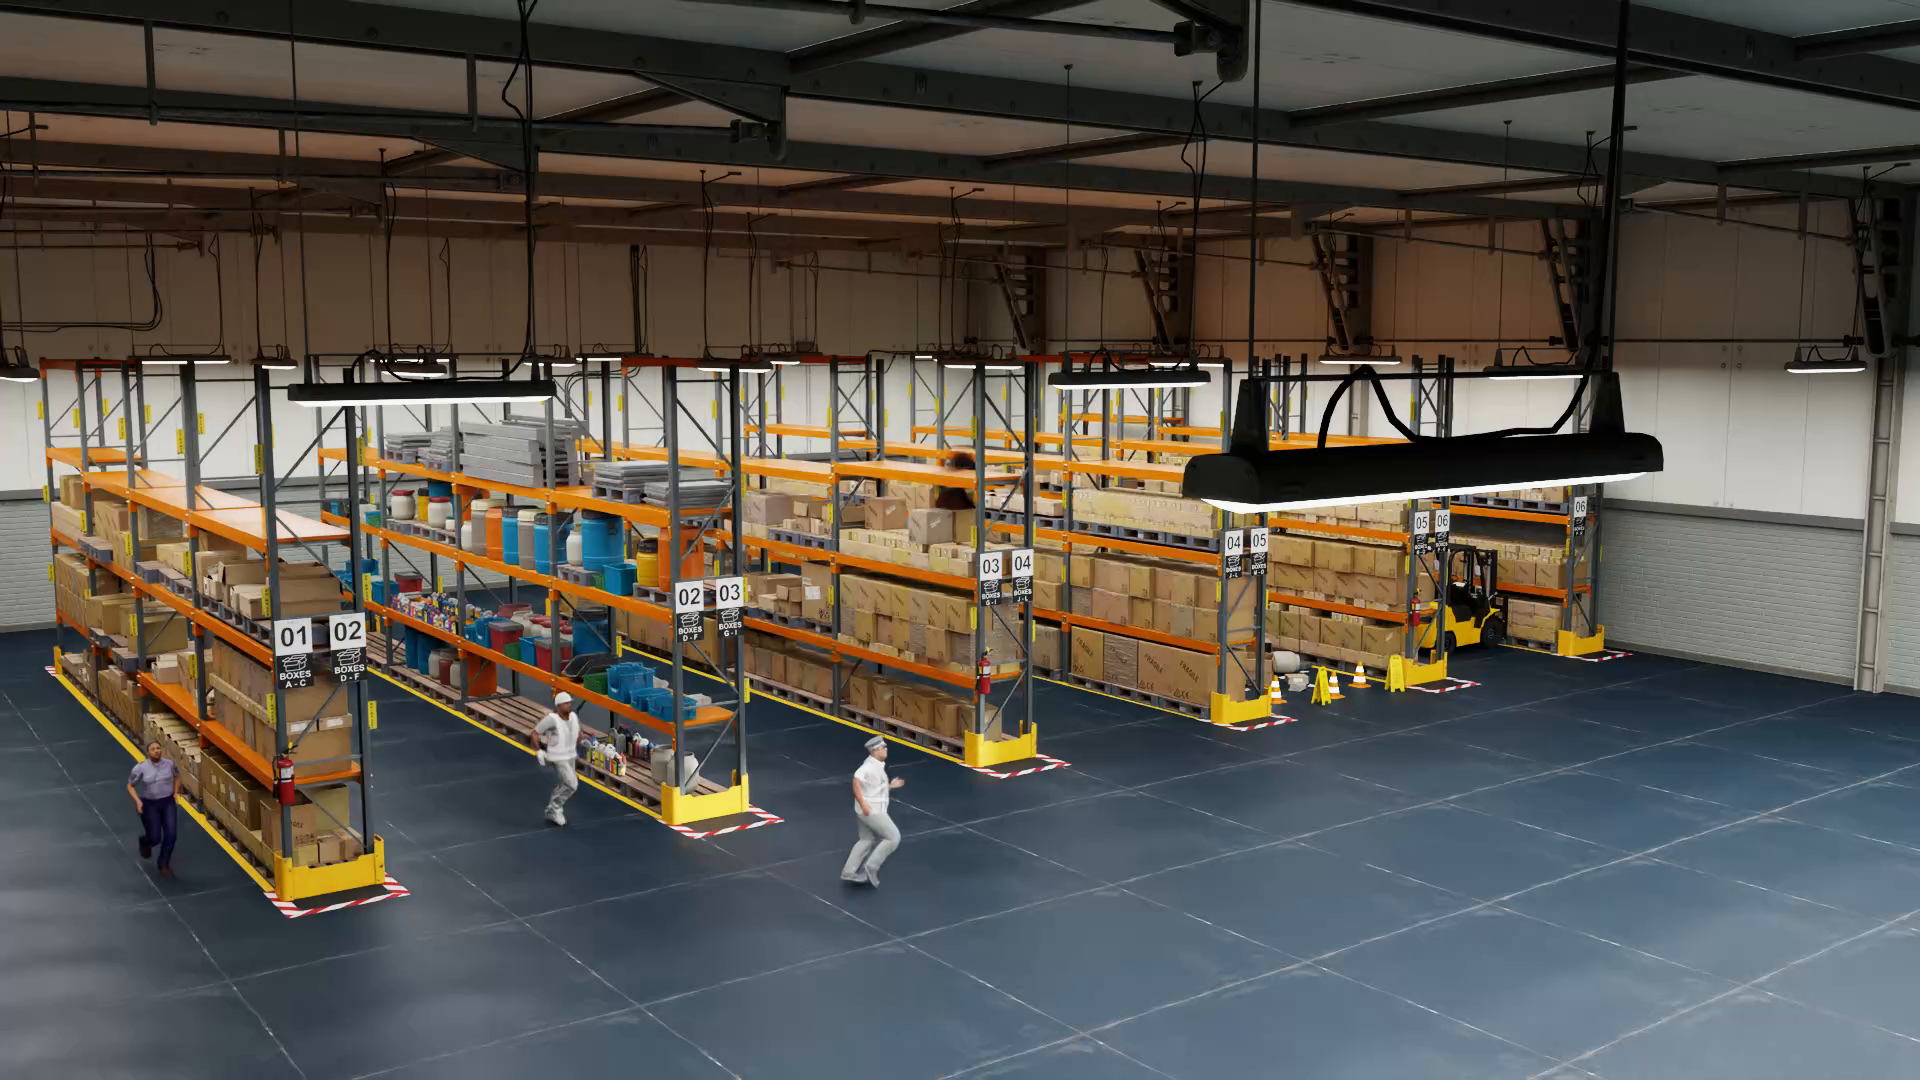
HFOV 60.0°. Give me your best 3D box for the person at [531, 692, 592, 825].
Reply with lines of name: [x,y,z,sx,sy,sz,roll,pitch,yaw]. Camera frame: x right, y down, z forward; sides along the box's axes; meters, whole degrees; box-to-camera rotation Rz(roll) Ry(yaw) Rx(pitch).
person: [-5.155,2.851,21.674,0.760,1.748,0.667,3,8,25]

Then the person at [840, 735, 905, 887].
person: [-1.017,3.151,19.345,0.757,1.782,0.645,-1,7,-8]

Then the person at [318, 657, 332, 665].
person: [-10.647,2.263,27.593,0.598,1.554,0.522,6,9,41]

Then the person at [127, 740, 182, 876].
person: [-9.590,3.174,19.861,0.614,1.609,0.575,-6,9,-42]
